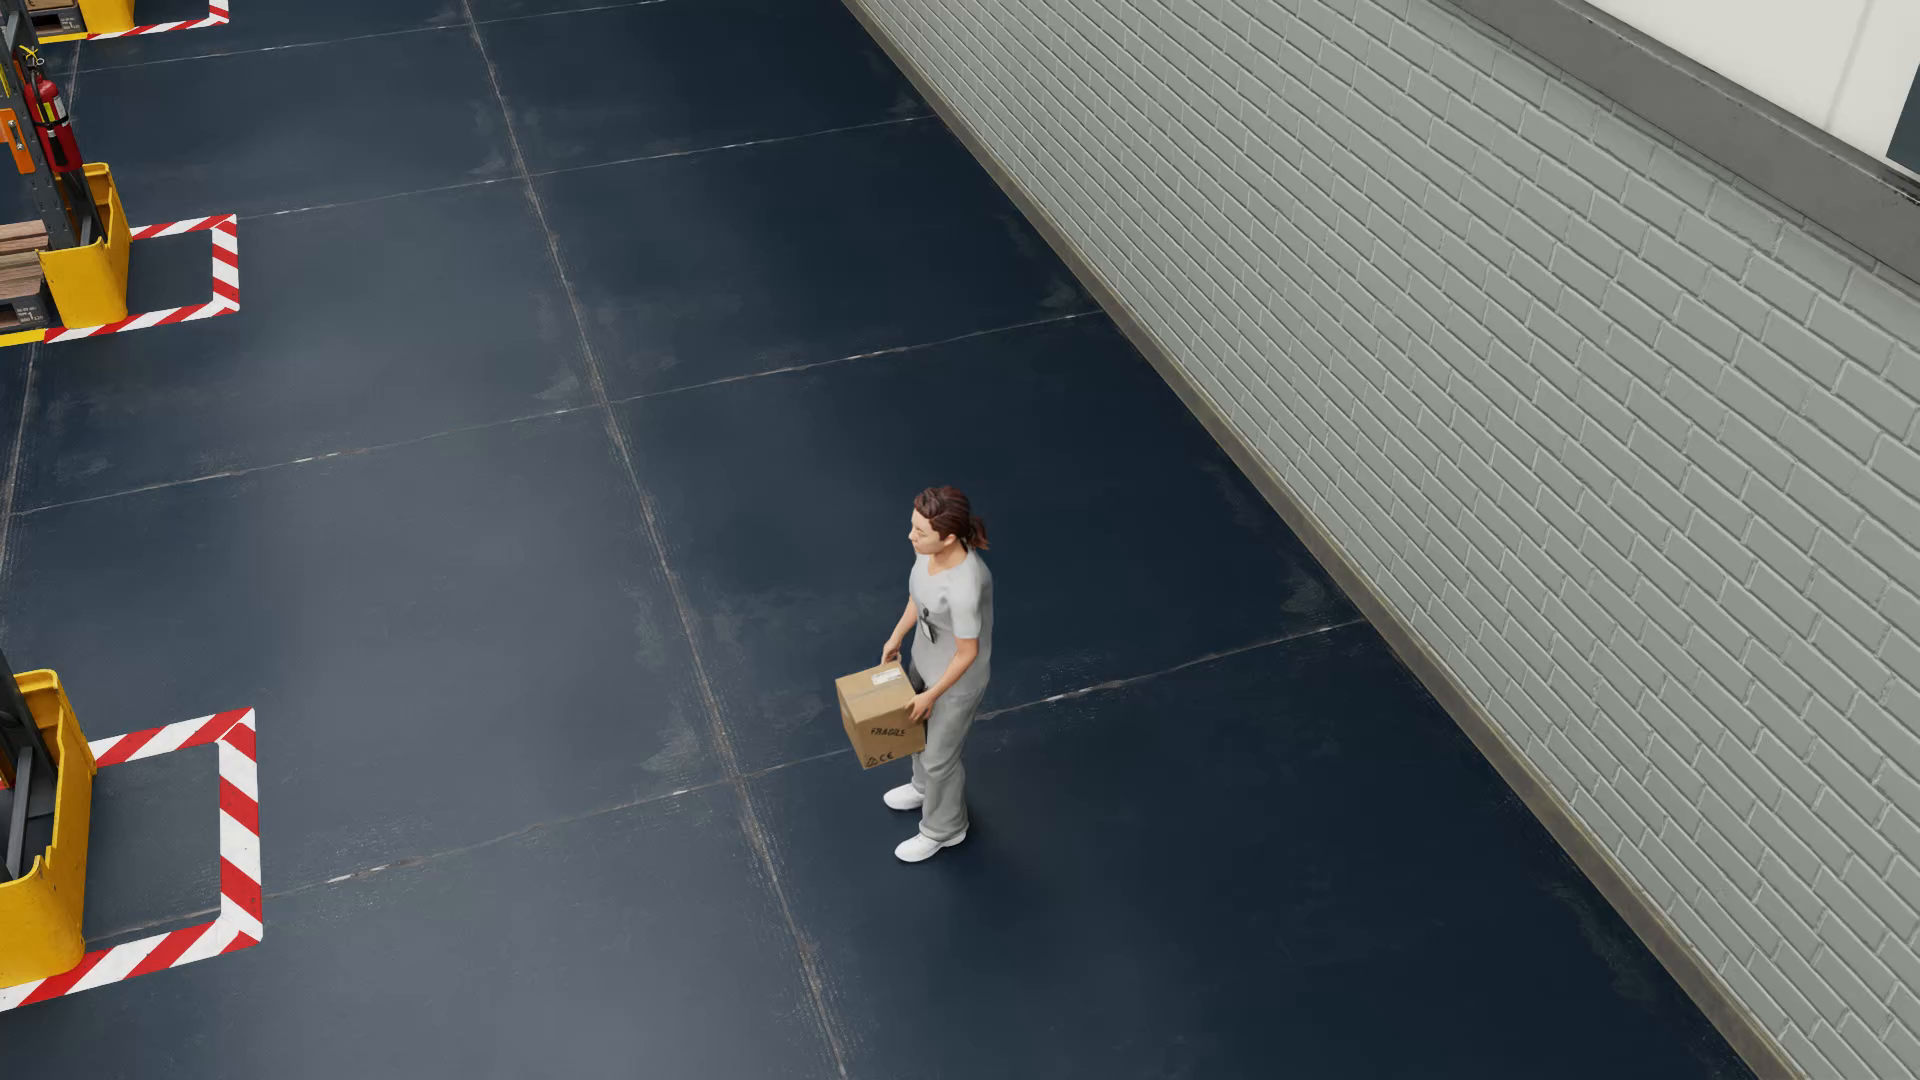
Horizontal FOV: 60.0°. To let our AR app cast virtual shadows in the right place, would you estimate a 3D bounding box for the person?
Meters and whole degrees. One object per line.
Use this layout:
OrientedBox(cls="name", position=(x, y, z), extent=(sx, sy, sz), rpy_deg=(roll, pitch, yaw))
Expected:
OrientedBox(cls="person", position=(-0.095, 0.494, 6.147), extent=(0.414, 1.674, 0.467), rpy_deg=(-13, 40, -17))
